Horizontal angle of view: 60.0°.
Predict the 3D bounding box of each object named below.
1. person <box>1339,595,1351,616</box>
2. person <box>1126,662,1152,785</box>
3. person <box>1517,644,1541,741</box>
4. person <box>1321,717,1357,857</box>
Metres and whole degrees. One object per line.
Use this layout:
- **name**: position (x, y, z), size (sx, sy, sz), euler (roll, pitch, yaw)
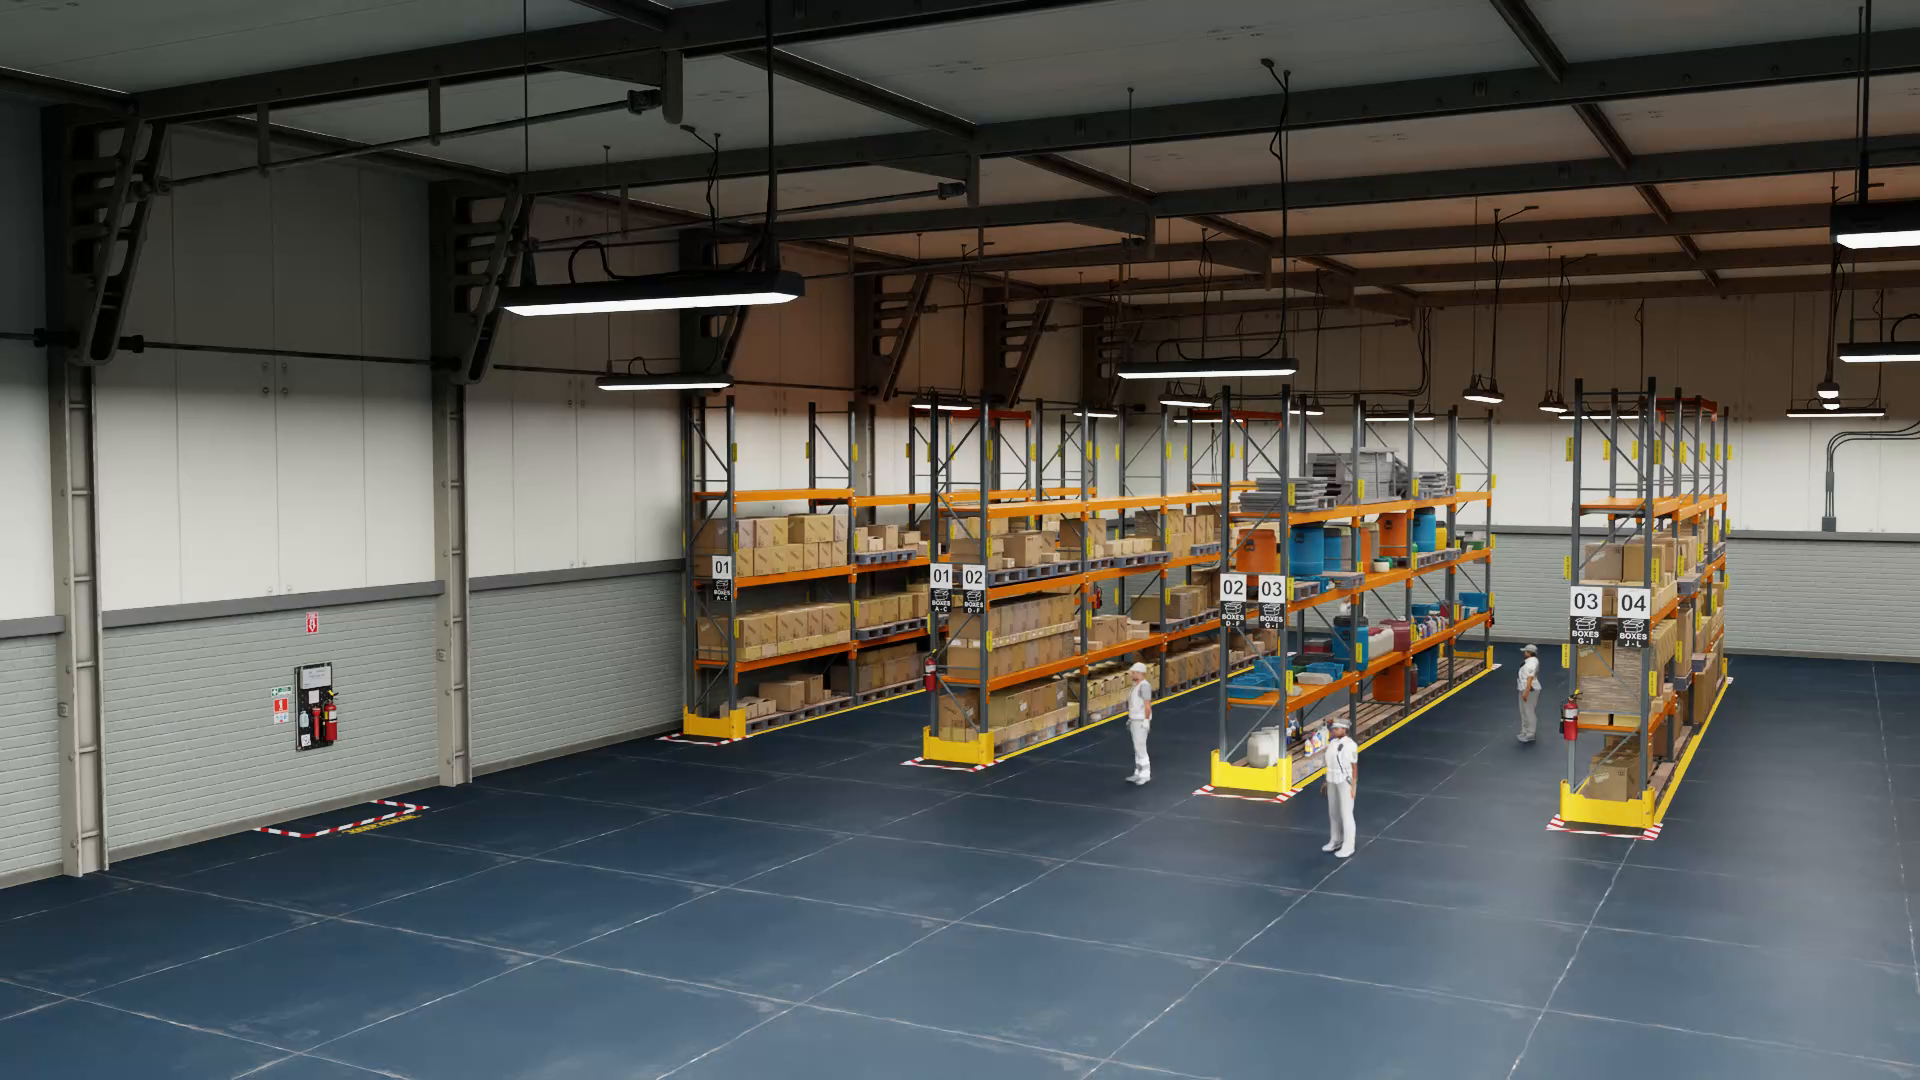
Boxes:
- **person**: position (9.336, 2.063, 40.074), size (0.456, 1.637, 0.974), euler (2, 3, 27)
- **person**: position (2.706, 2.783, 25.293), size (0.381, 1.827, 0.606), euler (-1, 3, -10)
- **person**: position (9.894, 2.652, 28.993), size (0.426, 1.663, 0.505), euler (0, 3, 2)
- **person**: position (4.734, 3.070, 20.811), size (0.372, 1.692, 0.484), euler (-2, 3, -29)
